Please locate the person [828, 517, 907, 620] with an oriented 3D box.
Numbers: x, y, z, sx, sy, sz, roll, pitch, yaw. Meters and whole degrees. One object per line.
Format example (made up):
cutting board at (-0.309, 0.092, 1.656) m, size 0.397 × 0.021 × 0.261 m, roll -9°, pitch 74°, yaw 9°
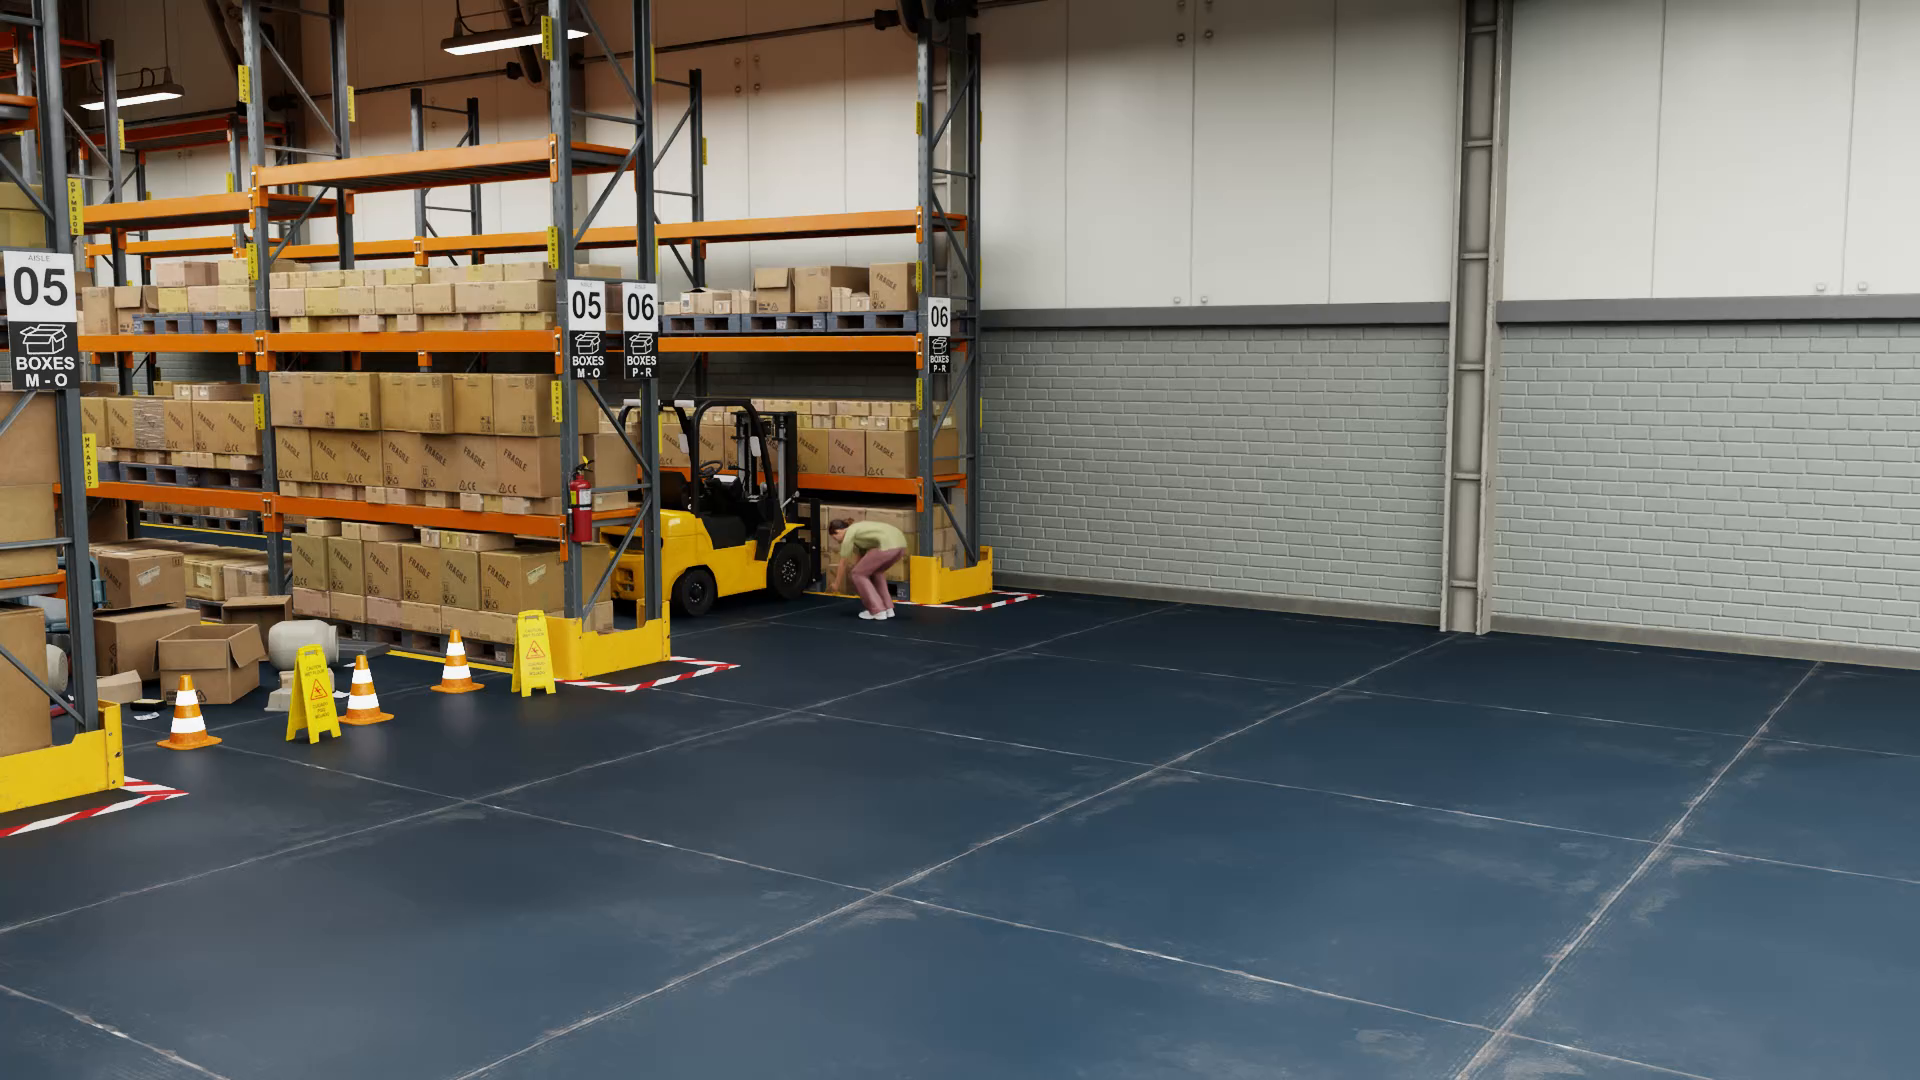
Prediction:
person at (-0.941, 0.290, 16.601) m, size 0.867 × 0.959 × 0.464 m, roll 4°, pitch 7°, yaw 31°
